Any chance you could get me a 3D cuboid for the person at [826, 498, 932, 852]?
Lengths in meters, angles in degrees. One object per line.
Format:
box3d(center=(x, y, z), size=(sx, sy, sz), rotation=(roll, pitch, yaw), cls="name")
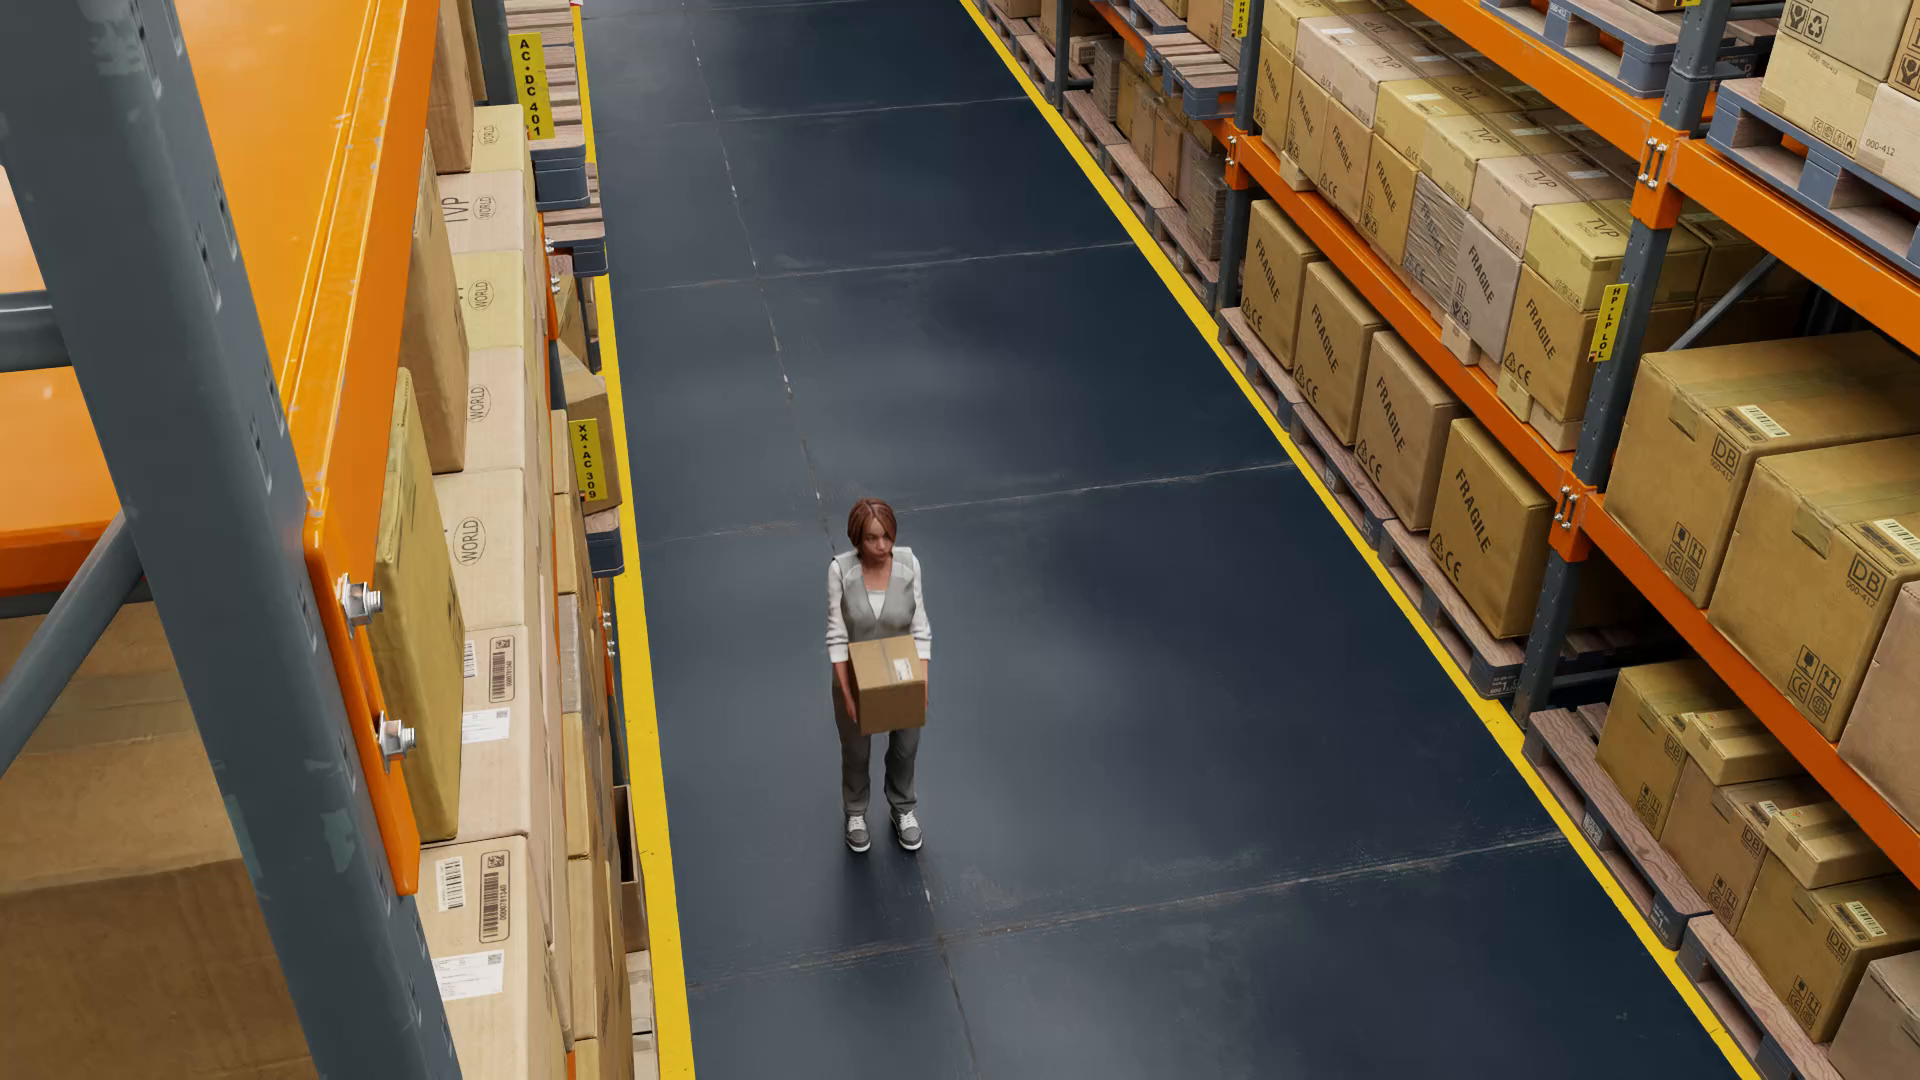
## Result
box3d(center=(-0.308, 0.589, 6.518), size=(0.408, 1.589, 0.493), rotation=(-7, 35, -10), cls="person")
